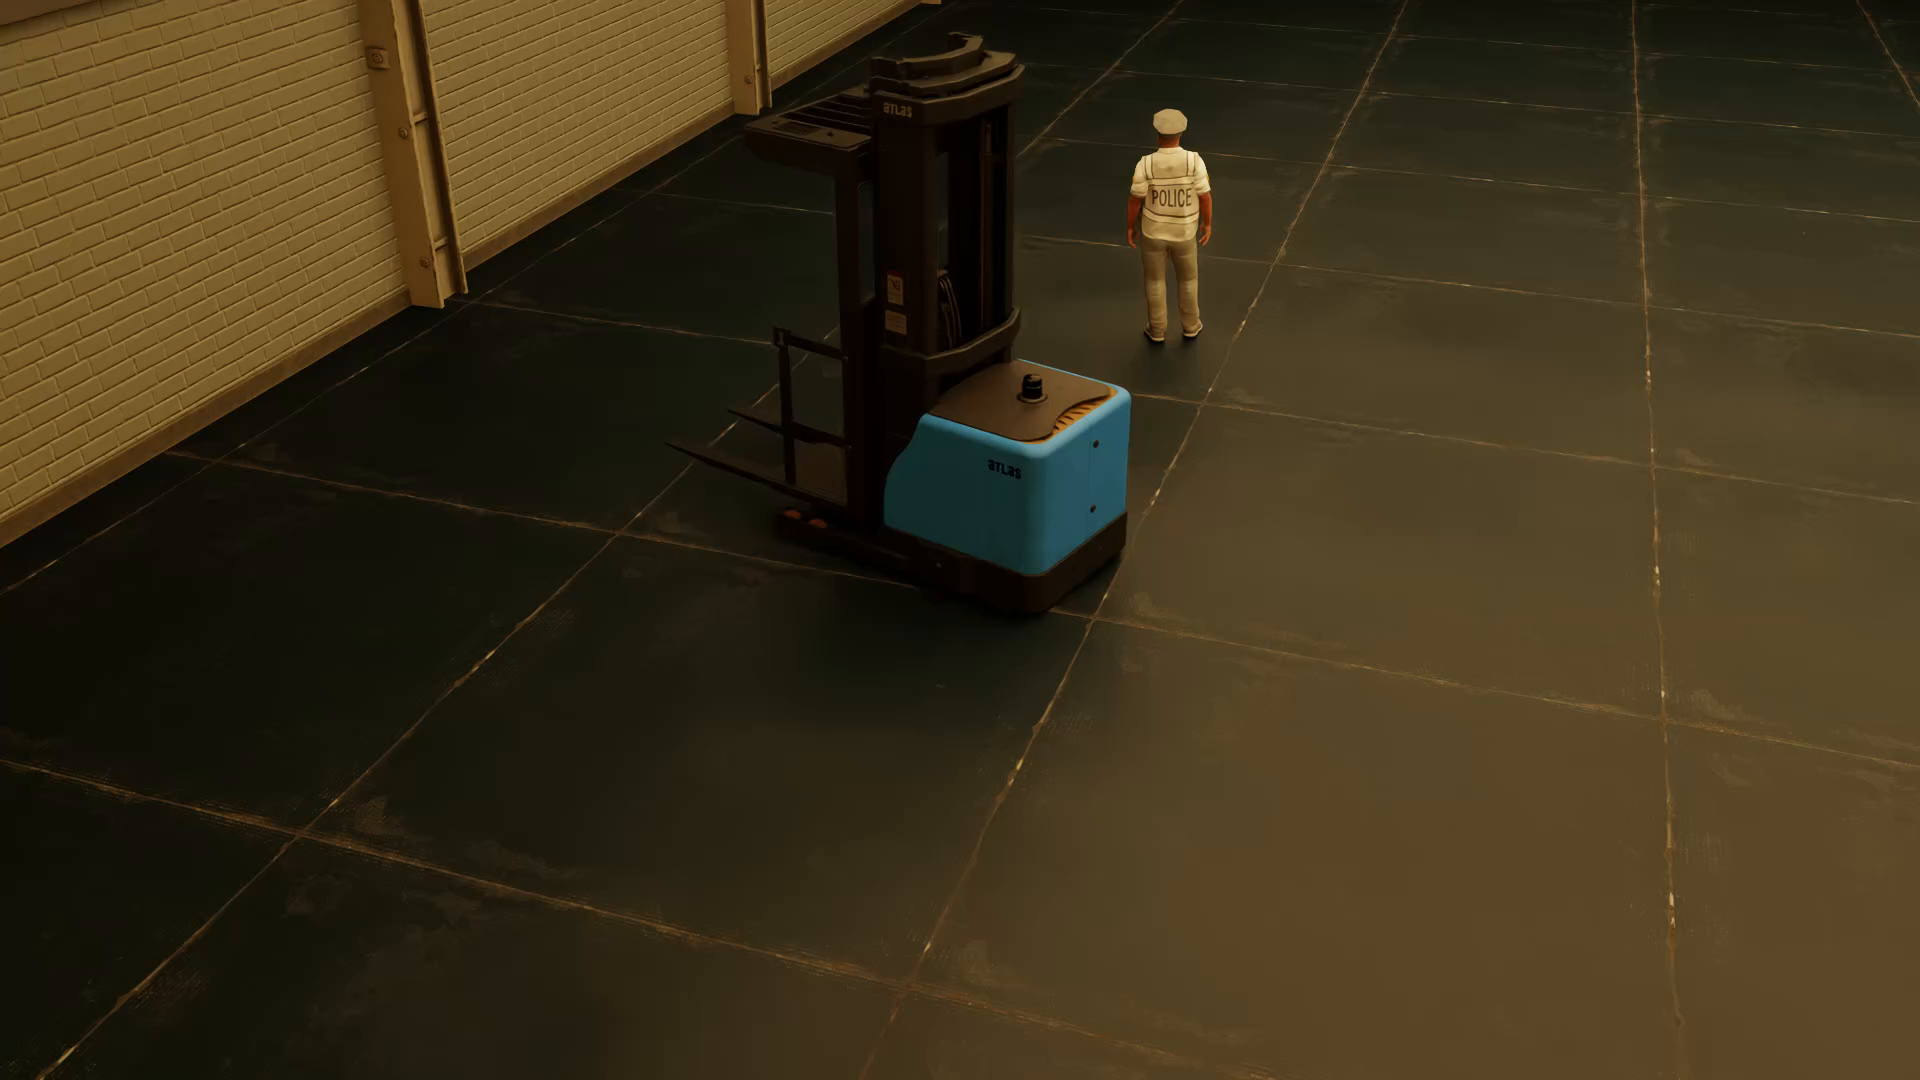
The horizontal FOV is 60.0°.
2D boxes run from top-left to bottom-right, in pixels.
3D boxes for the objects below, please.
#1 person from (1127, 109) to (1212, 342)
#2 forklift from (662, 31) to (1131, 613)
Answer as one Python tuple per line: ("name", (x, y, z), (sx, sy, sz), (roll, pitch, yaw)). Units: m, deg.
("person", (1.558, -2.346, 12.397), (0.639, 1.781, 0.575), (2, 30, 4))
("forklift", (-0.511, -1.428, 9.641), (3.031, 2.935, 1.130), (19, 35, 30))
